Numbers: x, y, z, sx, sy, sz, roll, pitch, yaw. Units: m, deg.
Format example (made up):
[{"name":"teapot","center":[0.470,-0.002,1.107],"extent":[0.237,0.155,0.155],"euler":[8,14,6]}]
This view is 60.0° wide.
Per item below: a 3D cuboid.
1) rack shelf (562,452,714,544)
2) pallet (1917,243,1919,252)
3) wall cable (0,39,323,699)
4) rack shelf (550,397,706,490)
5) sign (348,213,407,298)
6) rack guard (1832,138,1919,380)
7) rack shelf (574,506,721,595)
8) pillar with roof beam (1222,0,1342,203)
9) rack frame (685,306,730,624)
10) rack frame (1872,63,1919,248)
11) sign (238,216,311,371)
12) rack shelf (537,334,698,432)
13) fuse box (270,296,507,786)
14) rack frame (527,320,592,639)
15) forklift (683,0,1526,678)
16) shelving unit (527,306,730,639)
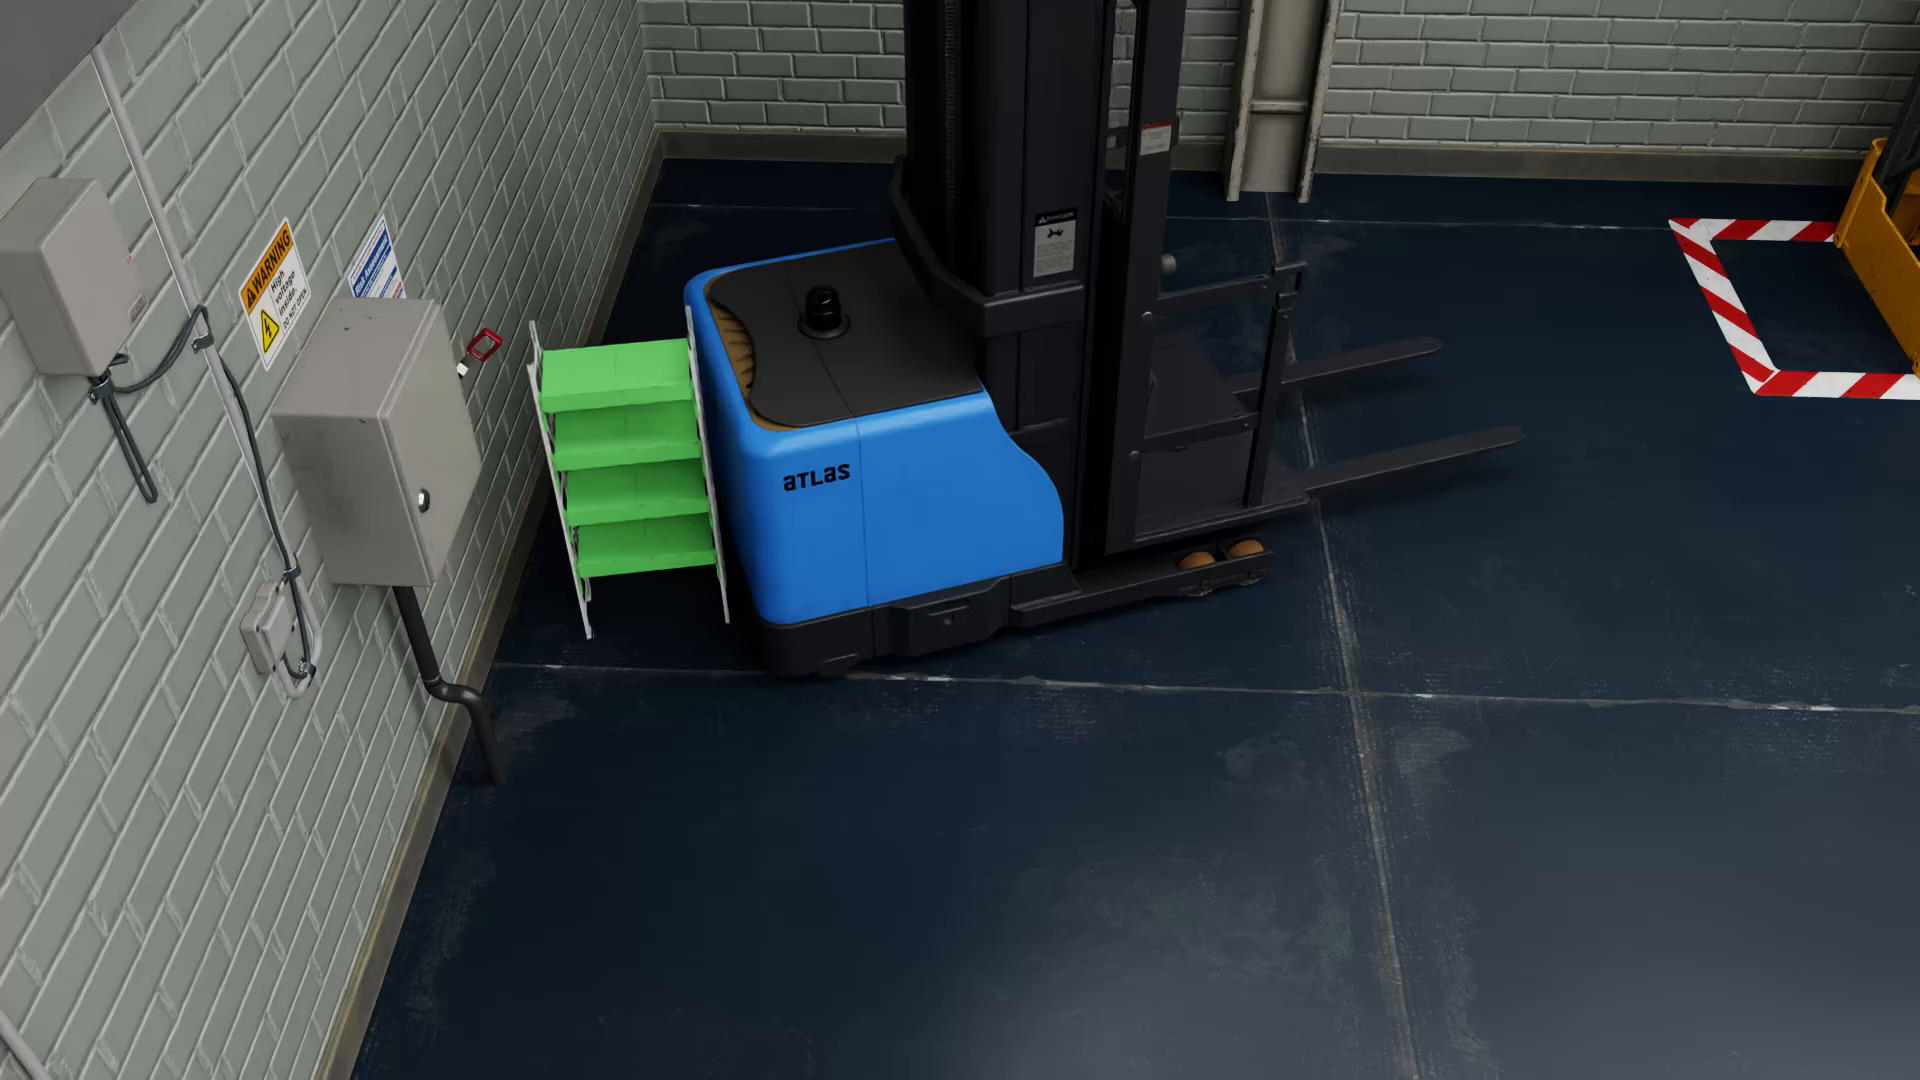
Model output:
[{"name":"rack shelf","center":[-1.088,-0.150,5.624],"extent":[0.480,0.148,0.258],"euler":[-6,43,-7]},{"name":"pallet","center":[5.011,-1.087,7.263],"extent":[1.213,0.211,1.003],"euler":[2,43,2]},{"name":"wall cable","center":[-1.663,-0.249,3.571],"extent":[0.122,1.984,0.588],"euler":[2,43,2]},{"name":"rack shelf","center":[-1.088,-0.325,5.460],"extent":[0.480,0.148,0.258],"euler":[-6,43,-7]},{"name":"sign","center":[-1.659,-0.645,4.811],"extent":[0.001,0.494,0.329],"euler":[2,43,2]},{"name":"rack guard","center":[4.215,-1.217,7.190],"extent":[0.348,0.500,1.175],"euler":[2,43,2]},{"name":"rack shelf","center":[-1.088,0.026,5.788],"extent":[0.480,0.148,0.258],"euler":[-6,43,-7]},{"name":"pillar with roof beam","center":[1.292,-2.094,1.896],"extent":[0.400,9.000,9.100],"euler":[2,43,2]},{"name":"rack frame","center":[-0.847,-0.222,5.608],"extent":[0.015,1.200,0.240],"euler":[-6,43,-7]},{"name":"rack frame","center":[4.139,-2.134,6.340],"extent":[0.127,3.000,1.000],"euler":[2,43,2]},{"name":"sign","center":[-1.684,-0.608,4.096],"extent":[0.001,0.242,0.339],"euler":[2,43,2]},{"name":"rack shelf","center":[-1.088,-0.501,5.297],"extent":[0.480,0.148,0.258],"euler":[-6,43,-7]},{"name":"fuse box","center":[-1.475,0.134,4.850],"extent":[0.414,1.711,0.539],"euler":[2,43,2]},{"name":"rack frame","center":[-1.329,-0.170,5.553],"extent":[0.015,1.200,0.240],"euler":[-6,43,-7]},{"name":"forklift","center":[0.621,-1.197,5.385],"extent":[3.031,2.935,1.130],"euler":[-13,44,-13]},{"name":"shelving unit","center":[-1.088,-0.196,5.580],"extent":[0.503,1.200,0.258],"euler":[-6,43,-7]}]
